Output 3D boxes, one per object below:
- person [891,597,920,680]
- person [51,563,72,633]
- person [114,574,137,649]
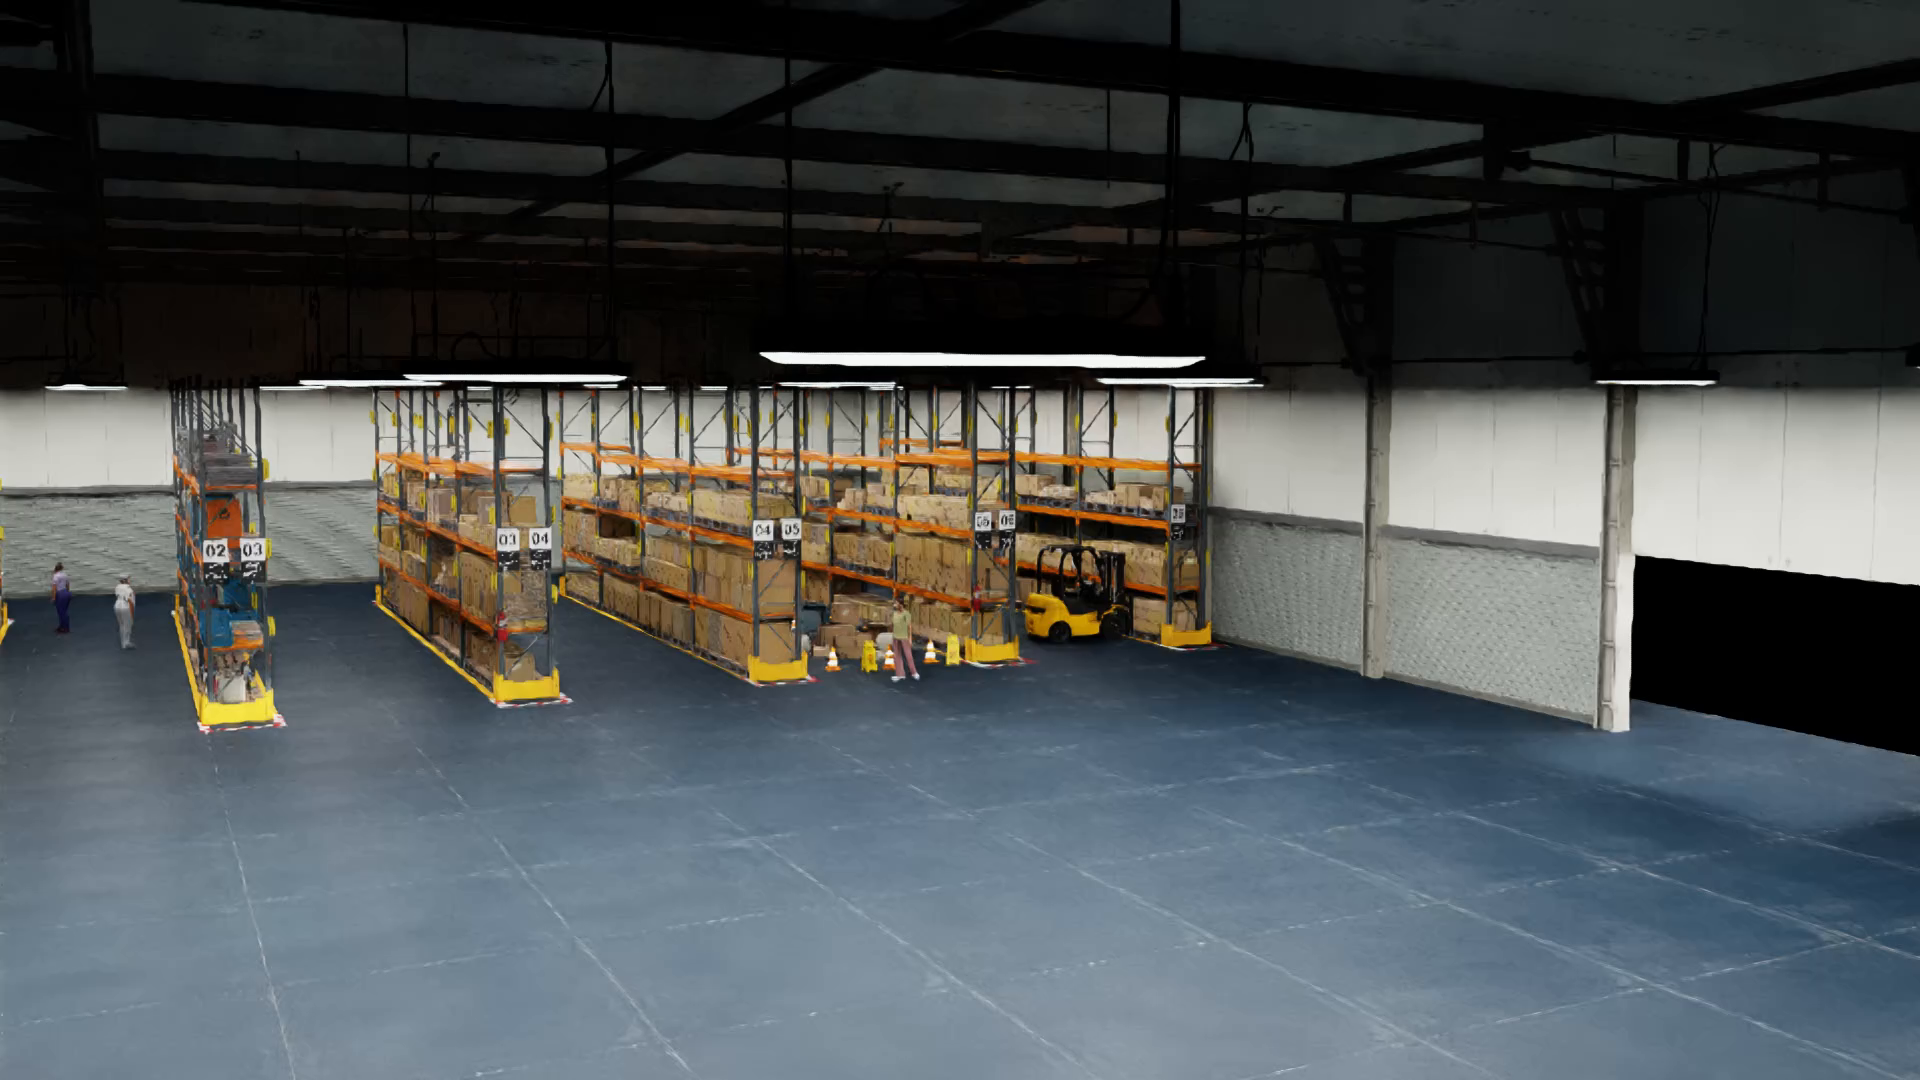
[{"bbox_3d":[-1.128,1.951,33.205,0.516,1.664,0.543,4,6,35],"label":"person"},{"bbox_3d":[-21.454,1.374,39.633,0.554,1.632,0.597,0,5,1],"label":"person"},{"bbox_3d":[-18.632,1.580,37.167,0.530,1.668,0.449,3,6,32],"label":"person"}]
